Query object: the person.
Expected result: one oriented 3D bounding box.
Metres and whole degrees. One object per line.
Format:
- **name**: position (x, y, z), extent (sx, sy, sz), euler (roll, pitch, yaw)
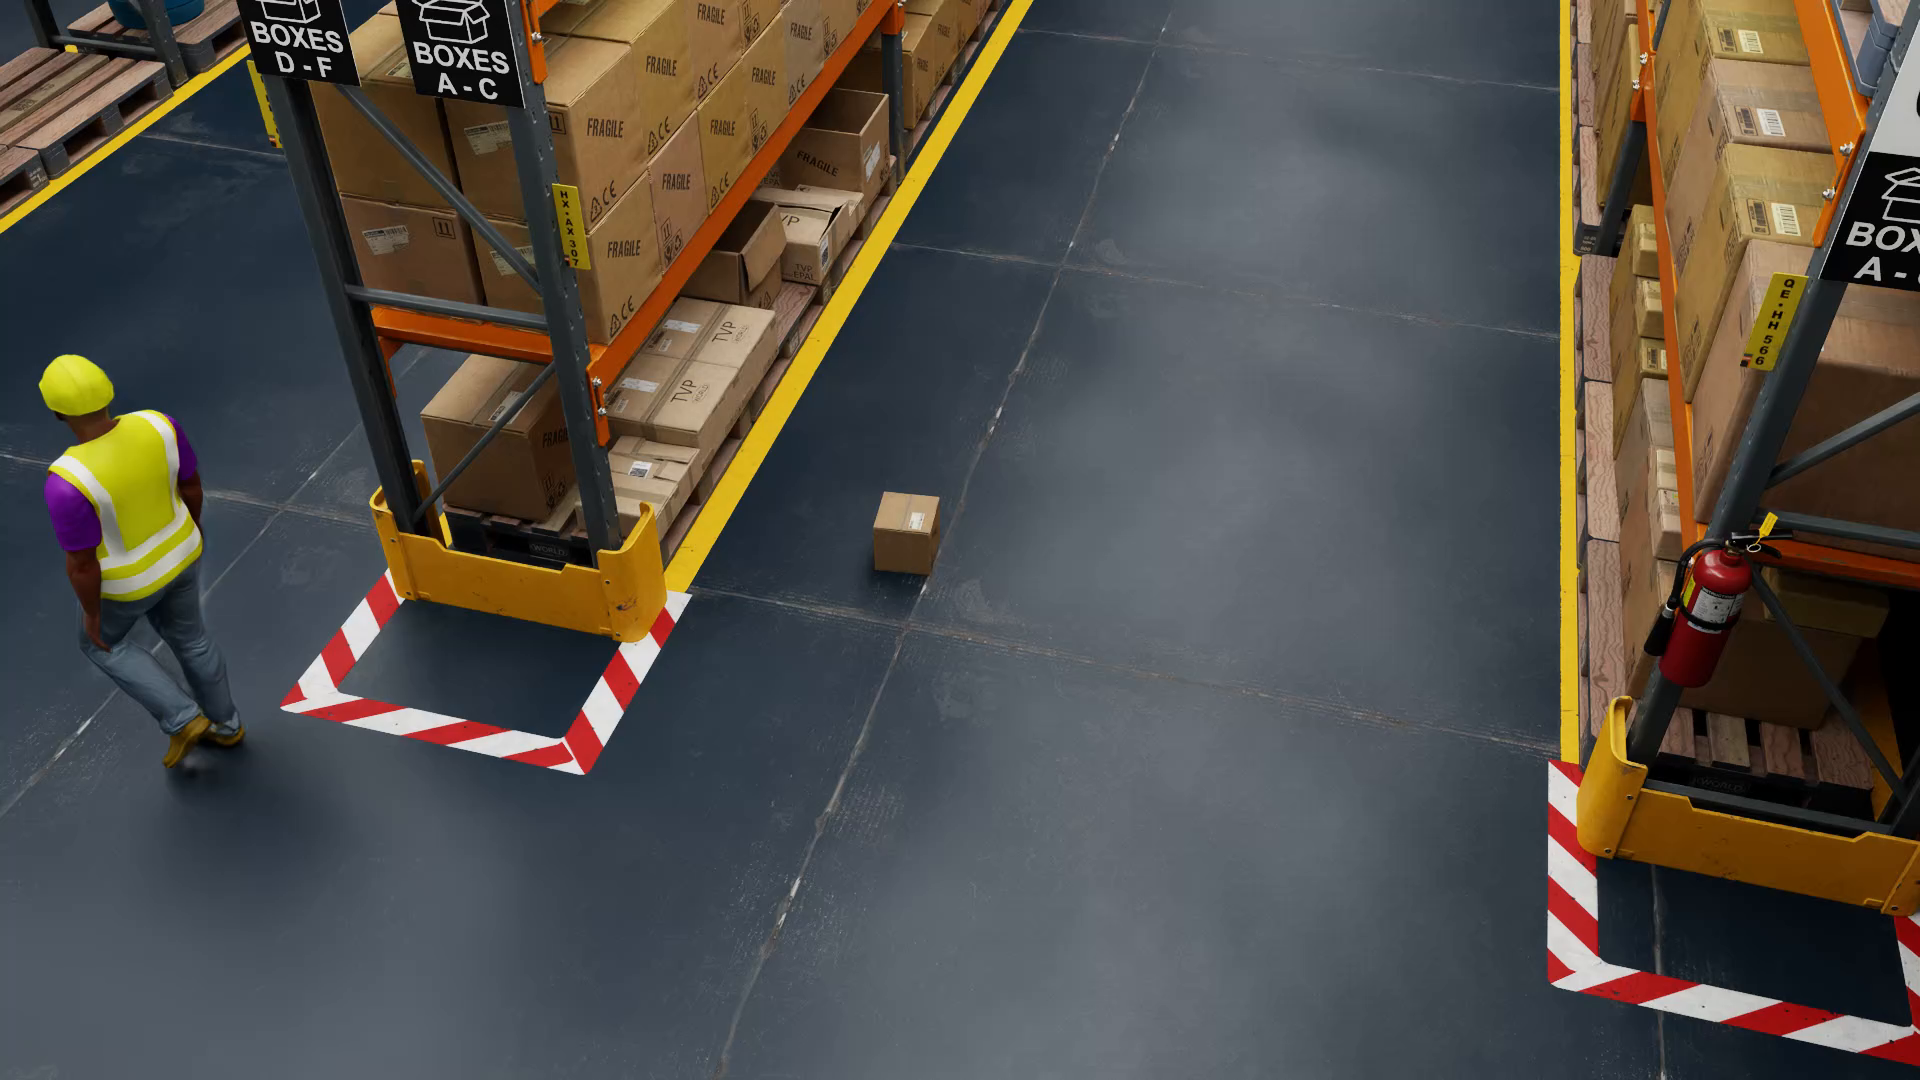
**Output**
- **person**: position (-2.986, 0.078, 6.014), extent (0.450, 1.766, 0.613), euler (19, 44, 20)
